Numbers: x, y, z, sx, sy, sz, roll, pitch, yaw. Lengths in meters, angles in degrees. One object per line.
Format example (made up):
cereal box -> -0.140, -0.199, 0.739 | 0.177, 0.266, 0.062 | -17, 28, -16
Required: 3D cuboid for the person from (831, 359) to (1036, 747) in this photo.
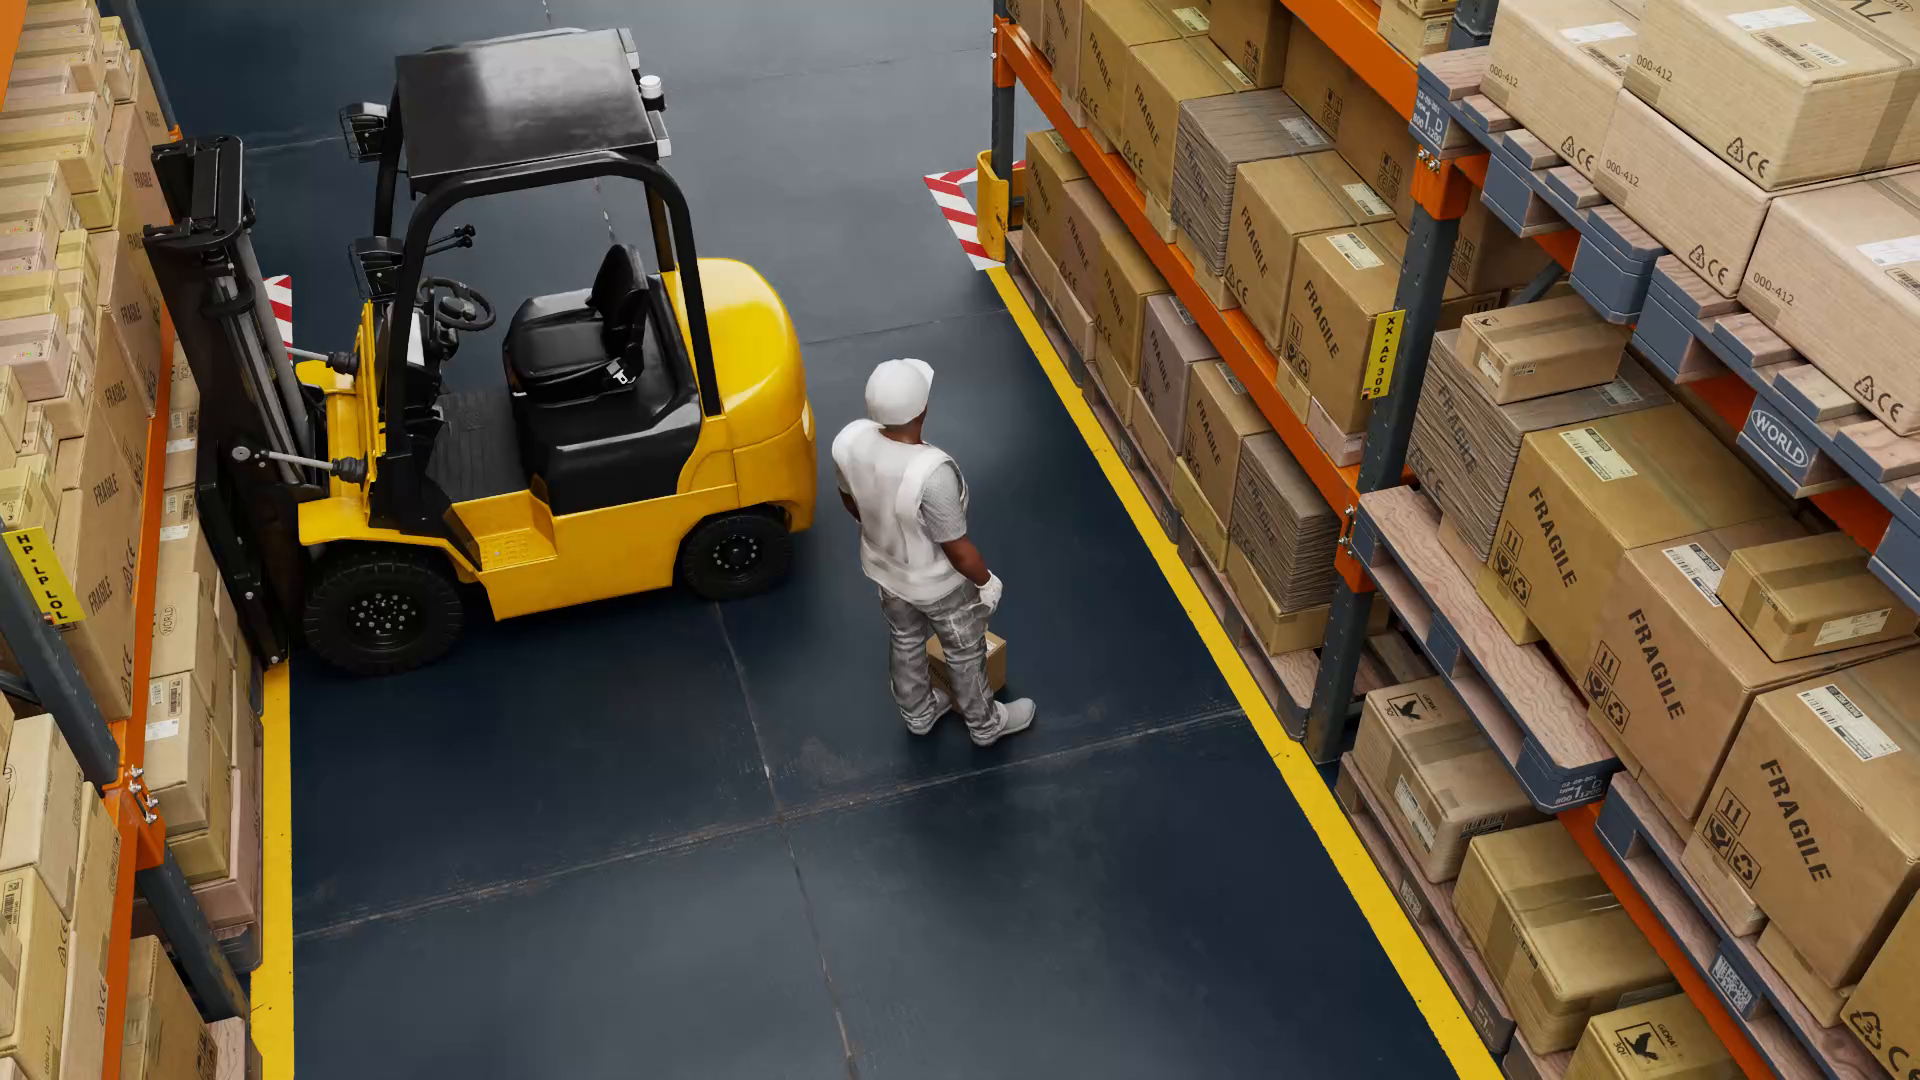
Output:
person -> -0.094, 0.046, 6.080 | 0.656, 1.786, 0.575 | 30, 50, 29
